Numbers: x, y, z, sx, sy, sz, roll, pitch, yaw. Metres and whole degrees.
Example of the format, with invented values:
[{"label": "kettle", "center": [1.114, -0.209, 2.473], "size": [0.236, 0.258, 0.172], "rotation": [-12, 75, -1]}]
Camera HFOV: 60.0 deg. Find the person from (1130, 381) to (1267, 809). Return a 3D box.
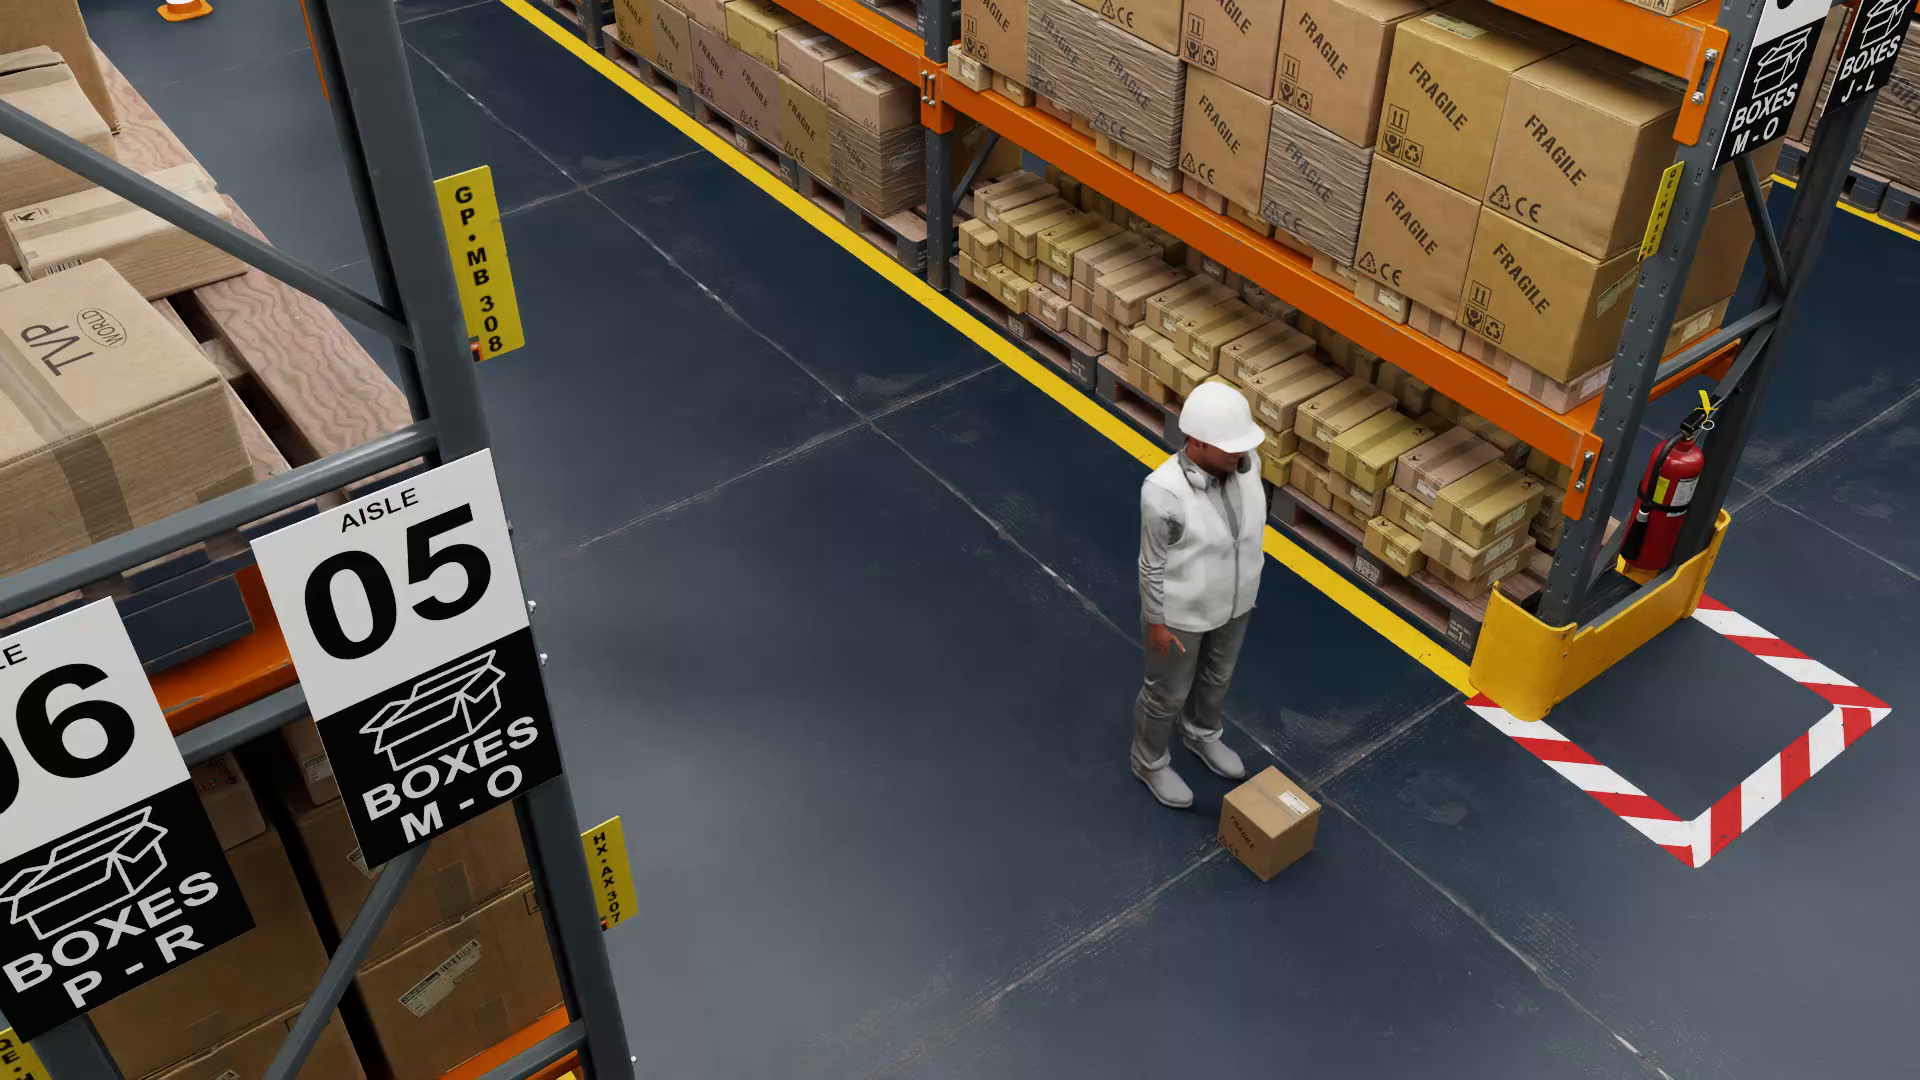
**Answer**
[{"label": "person", "center": [0.856, 0.208, 5.886], "size": [0.531, 1.776, 0.376], "rotation": [-25, 46, -27]}]
